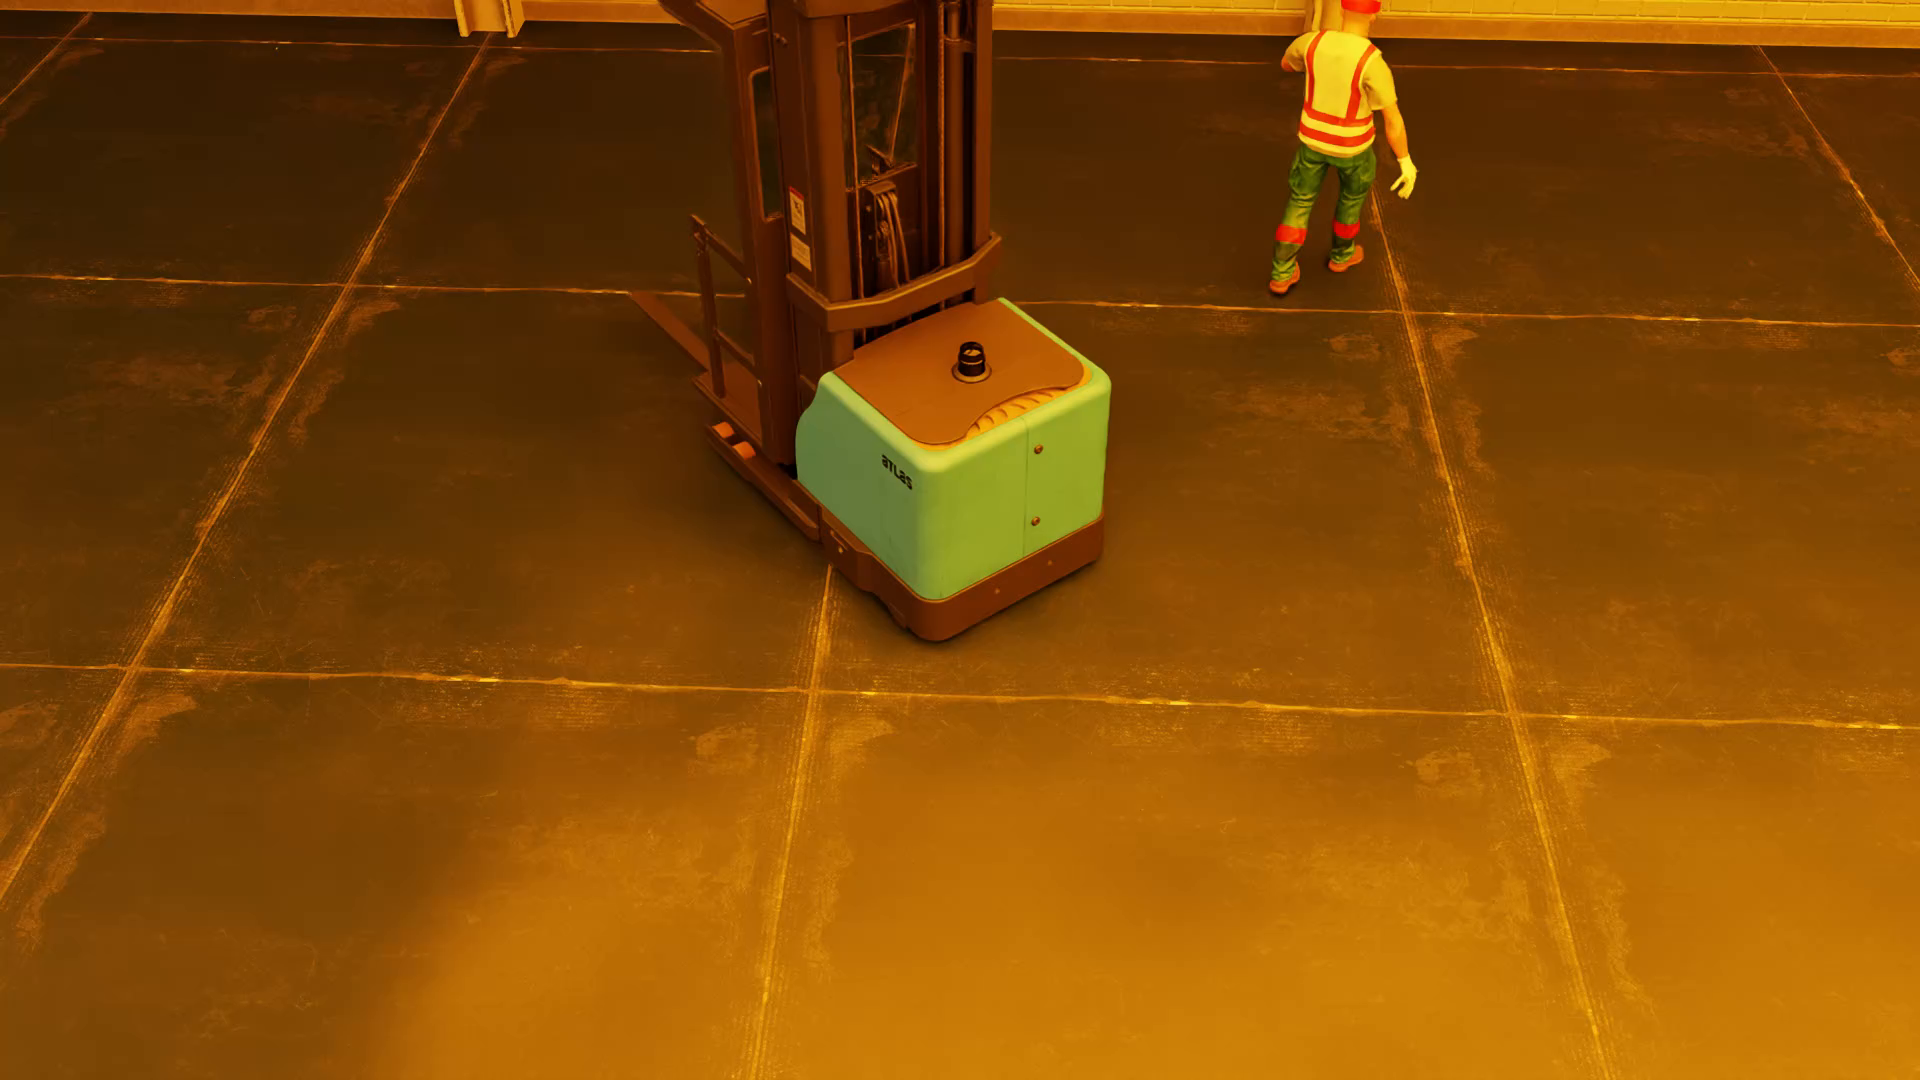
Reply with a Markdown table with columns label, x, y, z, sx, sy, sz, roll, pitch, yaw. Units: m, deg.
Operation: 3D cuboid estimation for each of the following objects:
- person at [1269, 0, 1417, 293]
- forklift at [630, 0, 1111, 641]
| label | x | y | z | sx | sy | sz | roll | pitch | yaw |
| --- | --- | --- | --- | --- | --- | --- | --- | --- | --- |
| person | 2.084 | -2.182 | 9.011 | 0.996 | 1.762 | 0.762 | 25 | 48 | 25 |
| forklift | -0.622 | -1.583 | 7.477 | 1.130 | 2.935 | 3.031 | -27 | 49 | -26 |
